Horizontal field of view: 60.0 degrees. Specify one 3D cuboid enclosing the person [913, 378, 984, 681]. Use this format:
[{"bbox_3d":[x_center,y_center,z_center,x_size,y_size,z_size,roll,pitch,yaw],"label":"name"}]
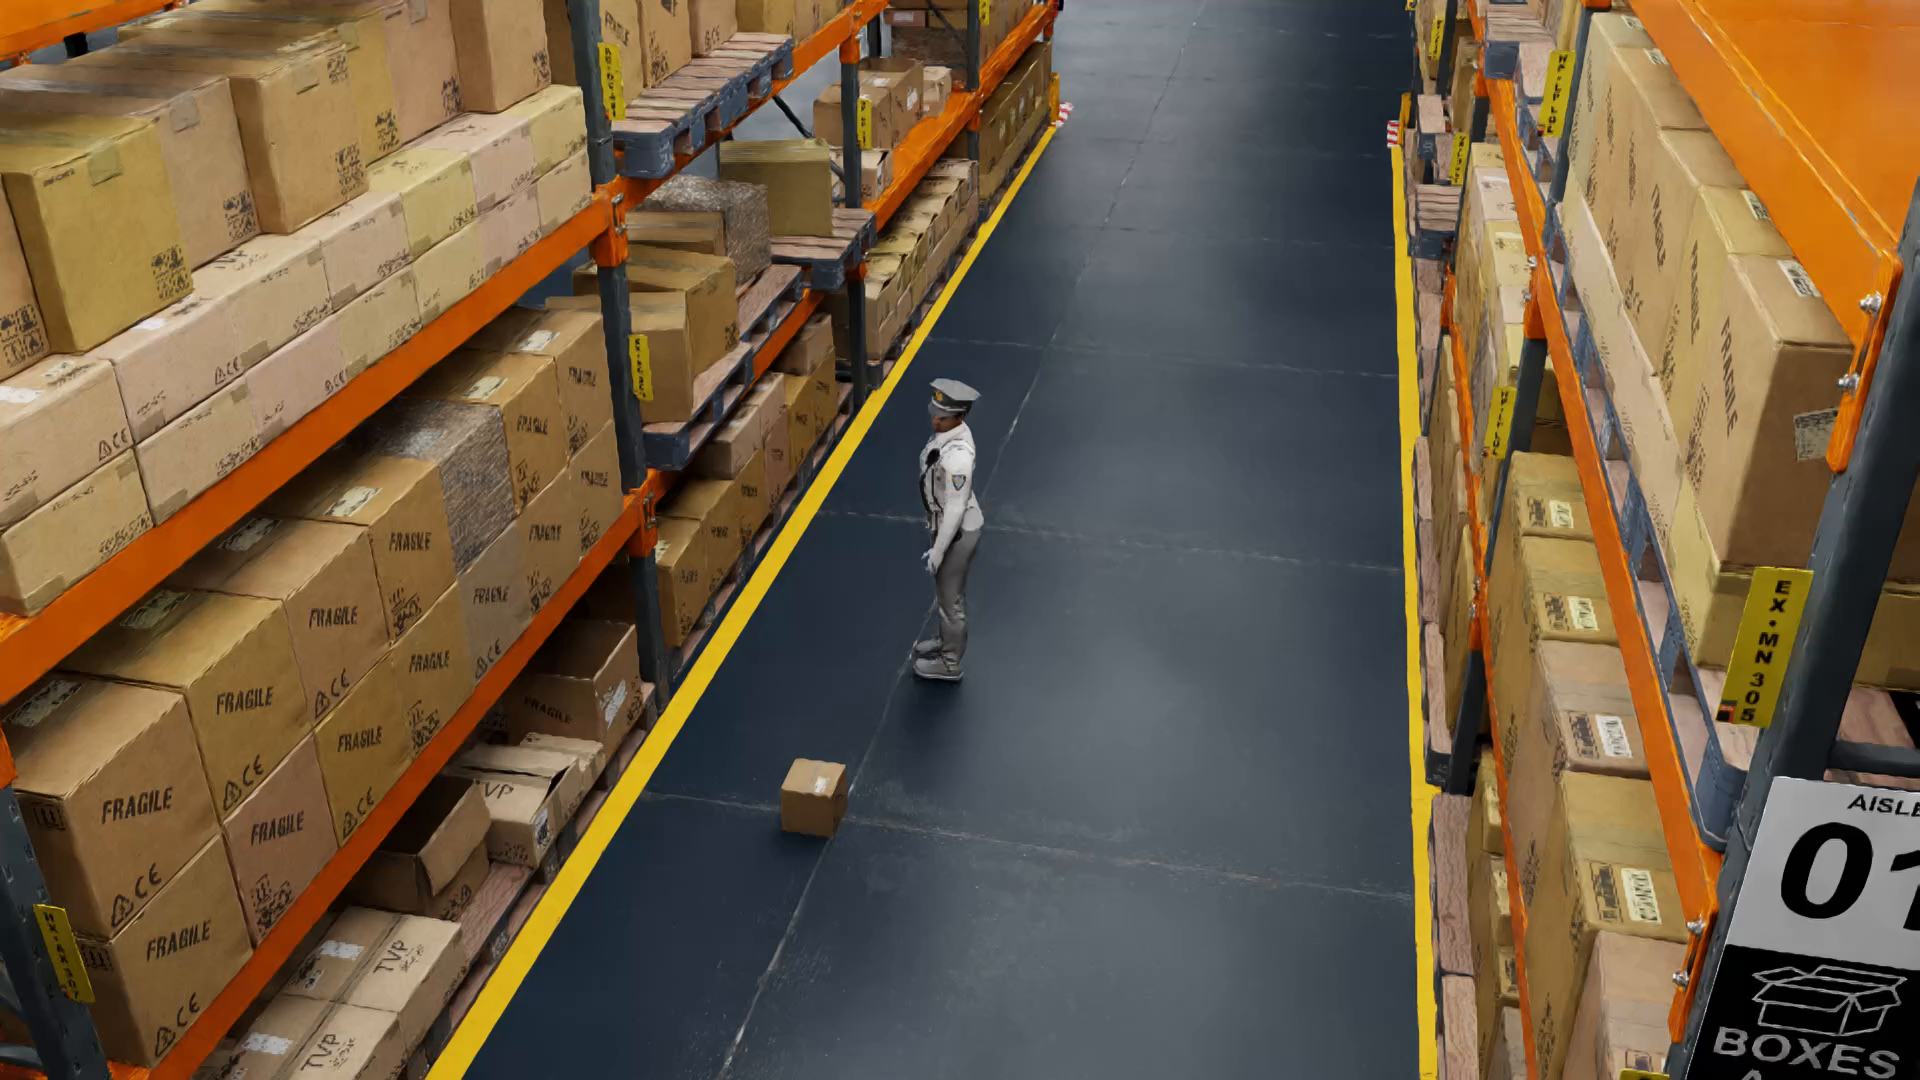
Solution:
[{"bbox_3d":[-0.069,-0.035,8.660,0.375,1.713,0.527,-2,29,-4],"label":"person"}]
